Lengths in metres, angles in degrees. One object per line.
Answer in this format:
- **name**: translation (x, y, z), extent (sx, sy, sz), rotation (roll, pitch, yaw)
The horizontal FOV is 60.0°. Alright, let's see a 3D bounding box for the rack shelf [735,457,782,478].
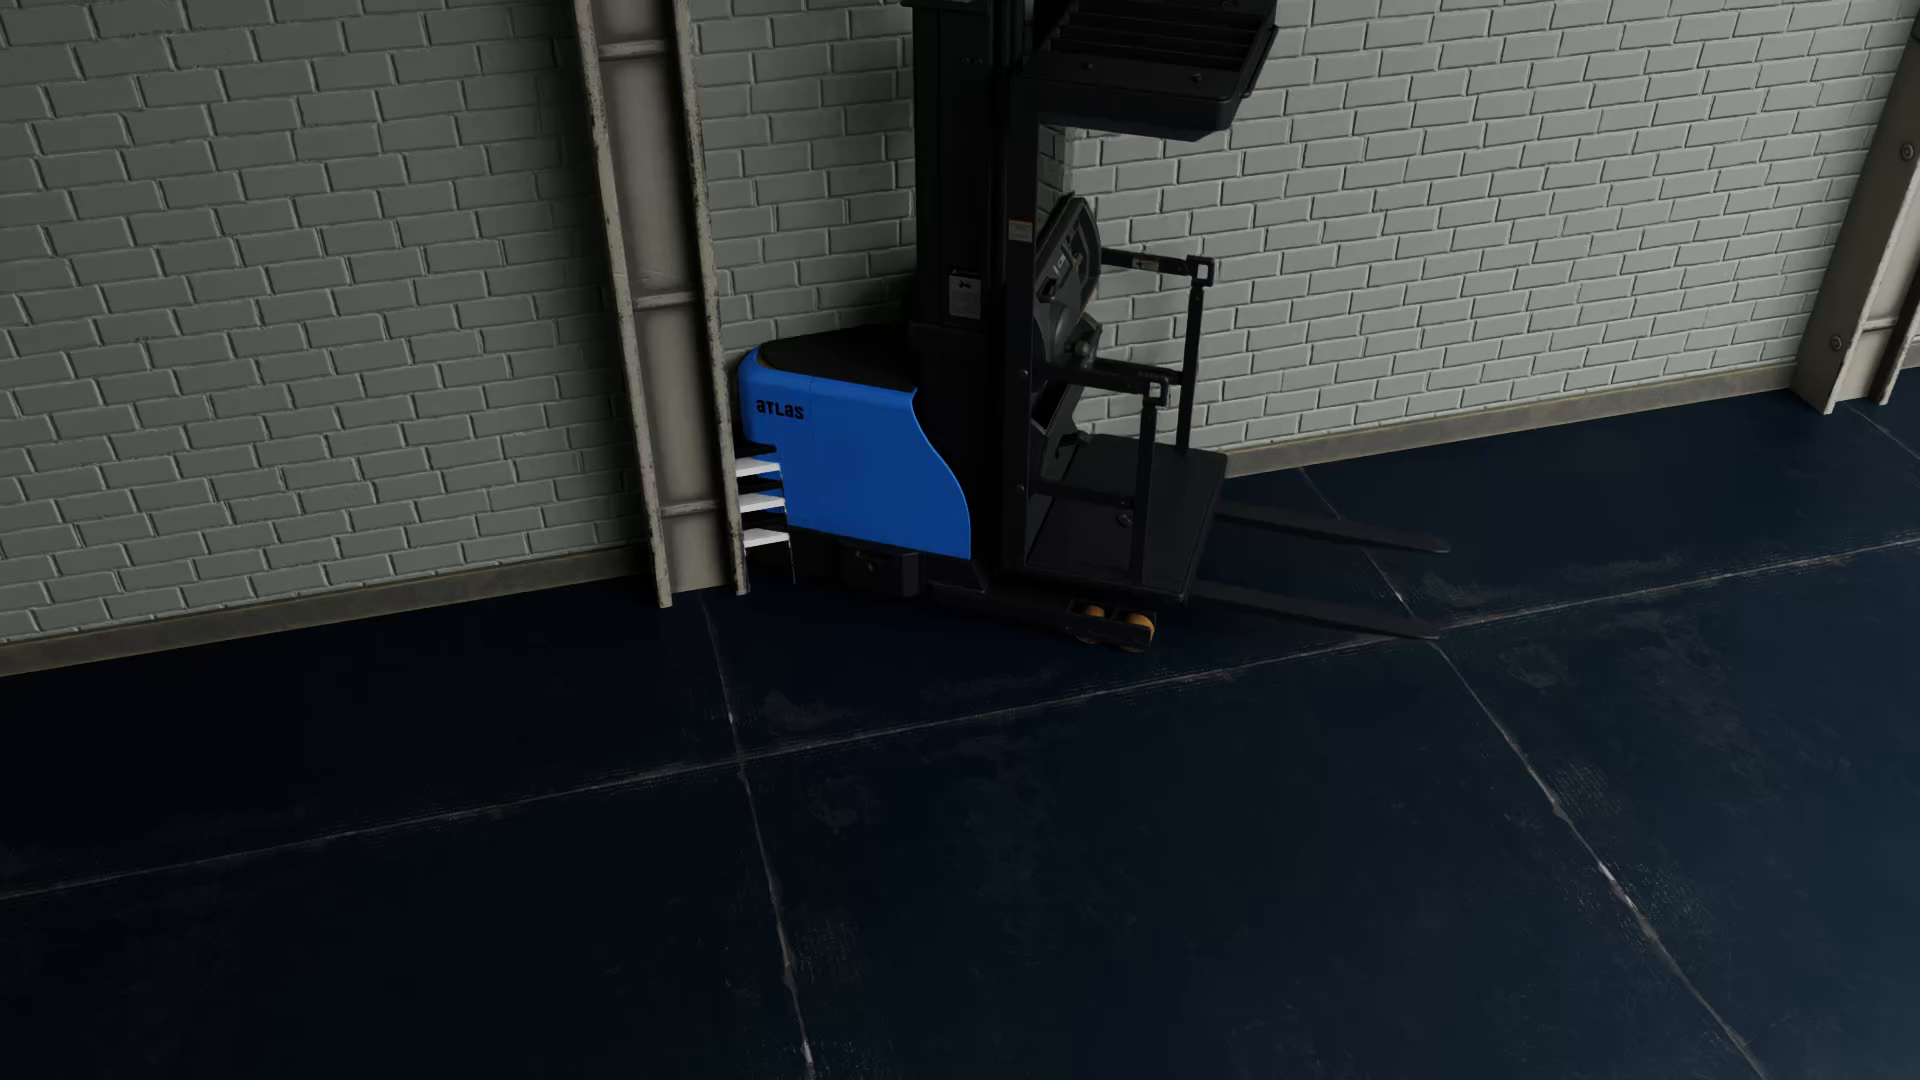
- **rack shelf**: translation (-0.897, -0.346, 7.222), extent (0.200, 0.077, 0.258), rotation (-10, 34, -11)

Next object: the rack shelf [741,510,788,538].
- **rack shelf**: translation (-0.885, -0.120, 7.369), extent (0.200, 0.077, 0.258), rotation (-10, 34, -11)

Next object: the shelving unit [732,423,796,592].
- **shelving unit**: translation (-0.890, -0.224, 7.302), extent (0.210, 0.900, 0.258), rotation (-10, 34, -11)

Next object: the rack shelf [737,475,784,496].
- **rack shelf**: translation (-0.893, -0.271, 7.271), extent (0.200, 0.077, 0.258), rotation (-10, 34, -11)

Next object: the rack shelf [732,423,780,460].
- **rack shelf**: translation (-0.901, -0.422, 7.172), extent (0.200, 0.077, 0.258), rotation (-10, 34, -11)

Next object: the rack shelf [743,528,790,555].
- **rack shelf**: translation (-0.881, -0.045, 7.418), extent (0.200, 0.077, 0.258), rotation (-10, 34, -11)

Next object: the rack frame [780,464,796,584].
- **rack frame**: translation (-0.792, -0.242, 7.322), extent (0.006, 0.900, 0.240), rotation (-10, 34, -11)

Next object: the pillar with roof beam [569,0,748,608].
- **pillar with roof beam**: translation (-0.057, -0.869, 1.479), extent (0.400, 9.000, 9.100), rotation (-9, 38, -12)

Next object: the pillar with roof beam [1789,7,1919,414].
- **pillar with roof beam**: translation (5.736, -1.819, 2.722), extent (0.400, 9.000, 9.100), rotation (-9, 38, -12)

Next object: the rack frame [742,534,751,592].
- **rack frame**: translation (-0.988, -0.206, 7.282), extent (0.006, 0.900, 0.240), rotation (-10, 34, -11)

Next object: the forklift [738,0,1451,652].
- **forklift**: translation (0.626, -1.046, 6.706), extent (3.031, 2.935, 1.130), rotation (11, 39, 14)

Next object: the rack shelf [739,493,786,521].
- **rack shelf**: translation (-0.889, -0.196, 7.320), extent (0.200, 0.077, 0.258), rotation (-10, 34, -11)
